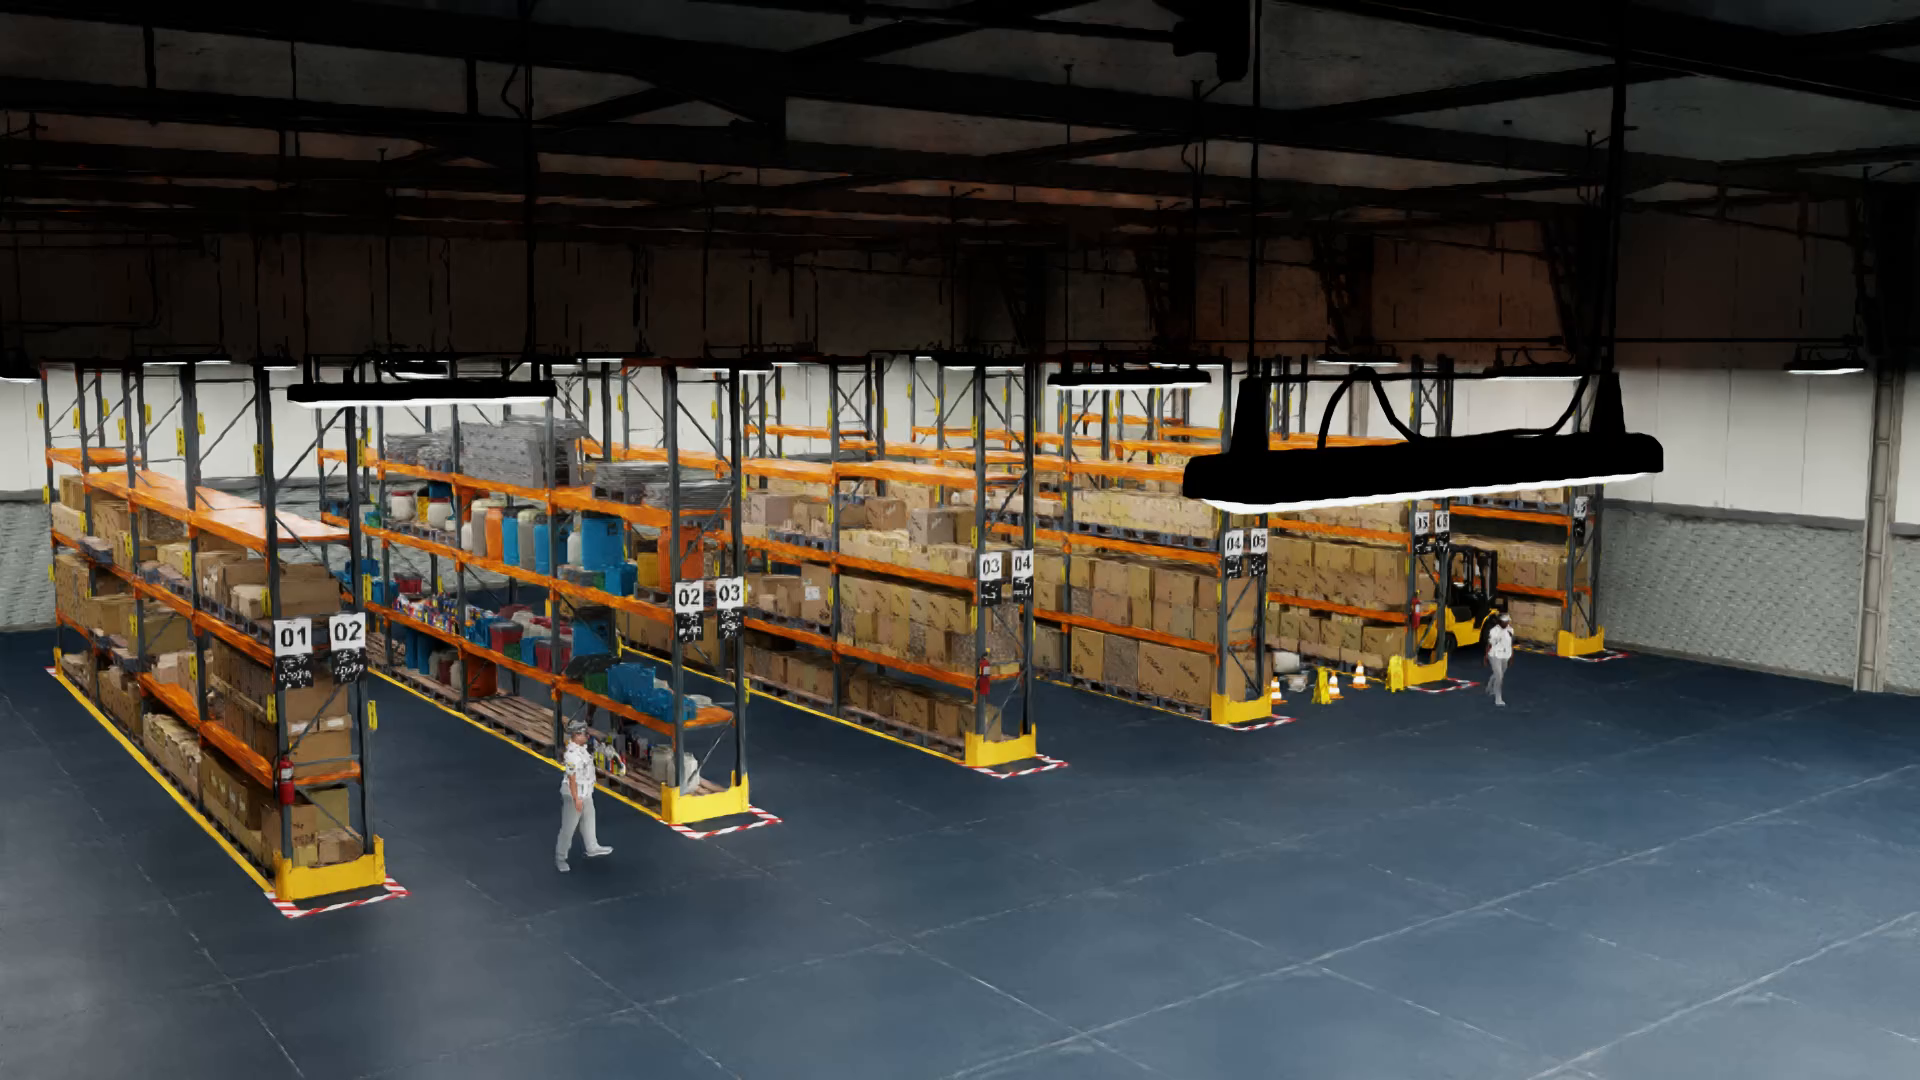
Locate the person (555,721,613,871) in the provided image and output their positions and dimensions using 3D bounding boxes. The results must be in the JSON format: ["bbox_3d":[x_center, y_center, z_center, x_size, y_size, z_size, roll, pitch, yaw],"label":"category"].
[{"bbox_3d":[-4.591,3.042,20.103,0.586,1.755,0.772,0,7,2],"label":"person"}]

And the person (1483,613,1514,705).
[{"bbox_3d":[9.455,2.031,29.164,0.505,1.610,0.938,-2,7,-15],"label":"person"}]

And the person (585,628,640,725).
[{"bbox_3d":[-5.762,2.232,27.305,0.844,1.658,0.682,5,9,36],"label":"person"}]
